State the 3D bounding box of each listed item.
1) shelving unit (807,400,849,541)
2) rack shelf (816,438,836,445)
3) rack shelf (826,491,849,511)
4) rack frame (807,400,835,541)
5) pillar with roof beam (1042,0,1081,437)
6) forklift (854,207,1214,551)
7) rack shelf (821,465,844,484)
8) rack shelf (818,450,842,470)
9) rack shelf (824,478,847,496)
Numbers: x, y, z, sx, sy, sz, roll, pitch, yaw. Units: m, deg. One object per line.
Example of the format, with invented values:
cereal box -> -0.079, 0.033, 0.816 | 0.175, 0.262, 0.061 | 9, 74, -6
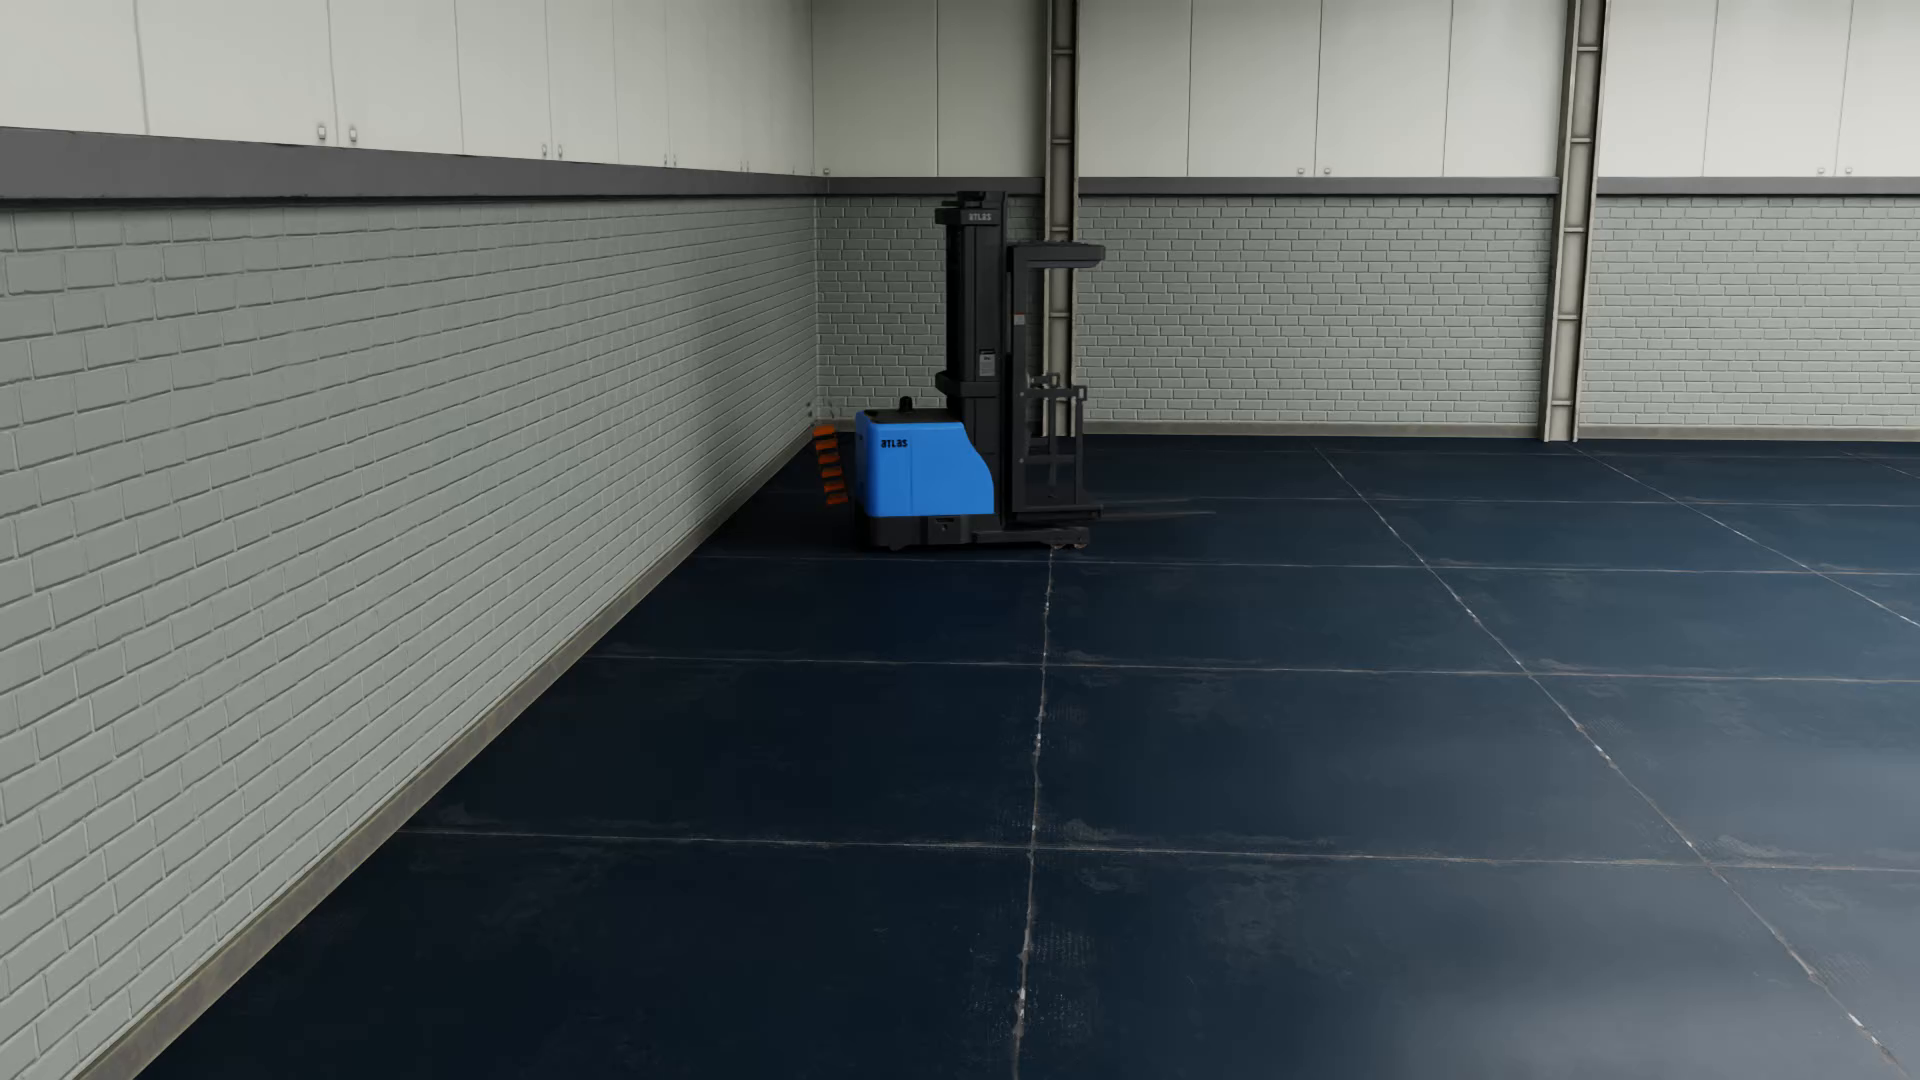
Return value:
shelving unit -> -1.097, -0.608, 14.208 | 0.184, 1.200, 0.258 | -10, 12, 0
rack shelf -> -1.133, -0.823, 14.162 | 0.171, 0.034, 0.221 | -10, 12, 0
rack shelf -> -1.045, -0.335, 14.268 | 0.180, 0.103, 0.258 | -10, 12, 0
rack frame -> -1.185, -0.592, 14.208 | 0.006, 1.200, 0.240 | -10, 12, 0
pillar with roof beam -> 0.924, -4.817, 15.317 | 0.400, 9.000, 9.100 | 1, 12, 4
forklift -> 0.643, -1.403, 14.145 | 3.031, 2.797, 1.129 | -2, 12, -10
rack shelf -> -1.087, -0.566, 14.217 | 0.180, 0.103, 0.258 | -10, 12, 0
rack shelf -> -1.108, -0.681, 14.192 | 0.180, 0.103, 0.258 | -10, 12, 0
rack shelf -> -1.066, -0.450, 14.243 | 0.180, 0.103, 0.258 | -10, 12, 0
